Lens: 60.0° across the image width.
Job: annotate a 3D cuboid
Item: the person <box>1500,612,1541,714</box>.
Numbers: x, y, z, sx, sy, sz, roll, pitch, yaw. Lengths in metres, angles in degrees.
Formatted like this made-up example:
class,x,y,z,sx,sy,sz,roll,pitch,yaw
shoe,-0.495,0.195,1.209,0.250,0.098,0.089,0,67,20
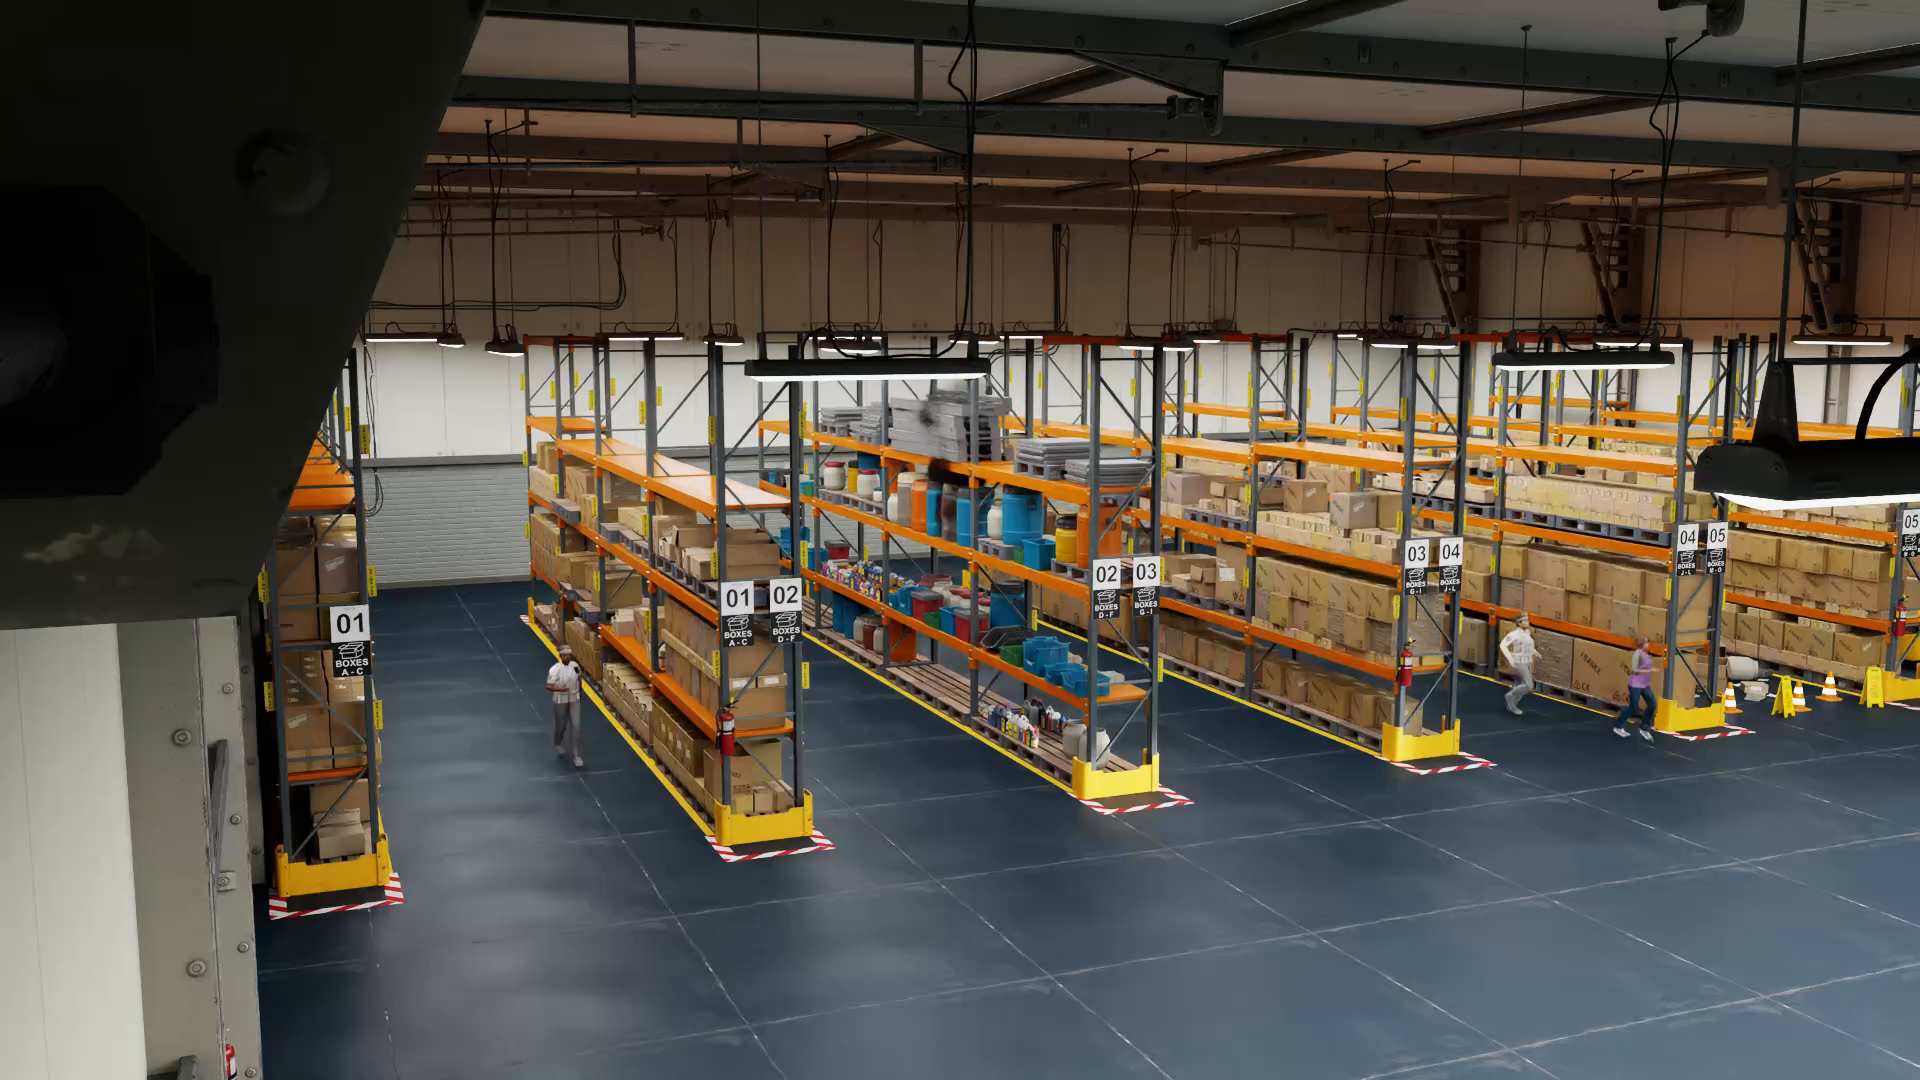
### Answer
class,x,y,z,sx,sy,sz,roll,pitch,yaw
person,9.018,1.976,26.593,0.599,1.657,0.560,-6,10,-38

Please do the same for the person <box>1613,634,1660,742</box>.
class,x,y,z,sx,sy,sz,roll,pitch,yaw
person,10.198,2.230,24.999,0.530,1.650,0.641,-7,11,-44

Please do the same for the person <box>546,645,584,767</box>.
class,x,y,z,sx,sy,sz,roll,pitch,yaw
person,-5.608,2.319,23.732,0.578,1.698,0.851,-4,9,-29
